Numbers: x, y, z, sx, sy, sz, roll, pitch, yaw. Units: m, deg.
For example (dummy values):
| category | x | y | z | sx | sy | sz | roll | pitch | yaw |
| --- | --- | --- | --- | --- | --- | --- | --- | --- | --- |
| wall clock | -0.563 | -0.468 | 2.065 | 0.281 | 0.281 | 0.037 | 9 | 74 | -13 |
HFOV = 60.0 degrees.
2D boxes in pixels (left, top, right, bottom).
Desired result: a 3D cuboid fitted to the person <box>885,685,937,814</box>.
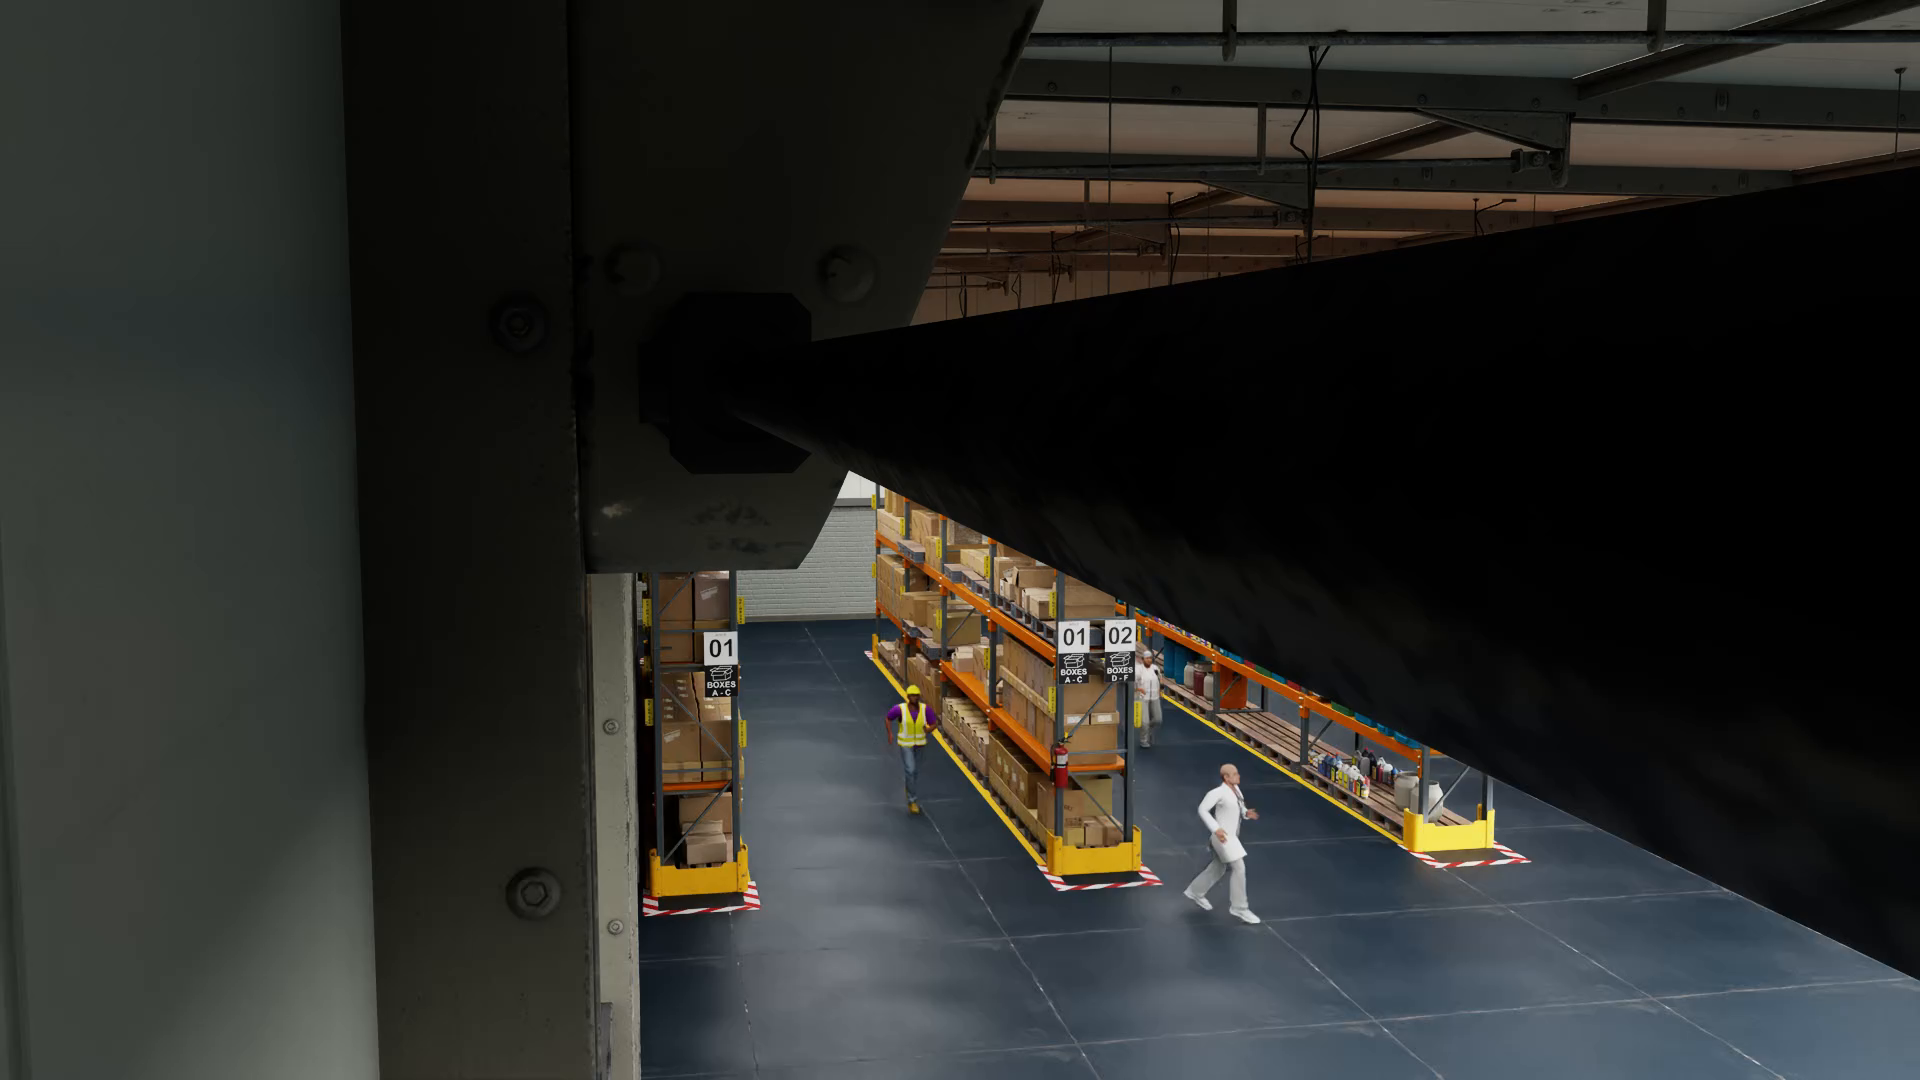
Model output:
| category | x | y | z | sx | sy | sz | roll | pitch | yaw |
| --- | --- | --- | --- | --- | --- | --- | --- | --- | --- |
| person | -0.679 | 2.966 | 23.985 | 0.707 | 1.776 | 0.896 | -2 | 6 | -20 |

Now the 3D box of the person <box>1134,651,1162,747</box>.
| category | x | y | z | sx | sy | sz | roll | pitch | yaw |
| --- | --- | --- | --- | --- | --- | --- | --- | --- | --- |
| person | 3.159 | 2.666 | 27.838 | 0.599 | 1.621 | 0.536 | -1 | 6 | -13 |

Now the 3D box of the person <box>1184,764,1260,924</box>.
| category | x | y | z | sx | sy | sz | roll | pitch | yaw |
| --- | --- | --- | --- | --- | --- | --- | --- | --- | --- |
| person | 3.037 | 3.461 | 19.192 | 0.936 | 1.807 | 0.700 | 3 | 6 | 24 |
